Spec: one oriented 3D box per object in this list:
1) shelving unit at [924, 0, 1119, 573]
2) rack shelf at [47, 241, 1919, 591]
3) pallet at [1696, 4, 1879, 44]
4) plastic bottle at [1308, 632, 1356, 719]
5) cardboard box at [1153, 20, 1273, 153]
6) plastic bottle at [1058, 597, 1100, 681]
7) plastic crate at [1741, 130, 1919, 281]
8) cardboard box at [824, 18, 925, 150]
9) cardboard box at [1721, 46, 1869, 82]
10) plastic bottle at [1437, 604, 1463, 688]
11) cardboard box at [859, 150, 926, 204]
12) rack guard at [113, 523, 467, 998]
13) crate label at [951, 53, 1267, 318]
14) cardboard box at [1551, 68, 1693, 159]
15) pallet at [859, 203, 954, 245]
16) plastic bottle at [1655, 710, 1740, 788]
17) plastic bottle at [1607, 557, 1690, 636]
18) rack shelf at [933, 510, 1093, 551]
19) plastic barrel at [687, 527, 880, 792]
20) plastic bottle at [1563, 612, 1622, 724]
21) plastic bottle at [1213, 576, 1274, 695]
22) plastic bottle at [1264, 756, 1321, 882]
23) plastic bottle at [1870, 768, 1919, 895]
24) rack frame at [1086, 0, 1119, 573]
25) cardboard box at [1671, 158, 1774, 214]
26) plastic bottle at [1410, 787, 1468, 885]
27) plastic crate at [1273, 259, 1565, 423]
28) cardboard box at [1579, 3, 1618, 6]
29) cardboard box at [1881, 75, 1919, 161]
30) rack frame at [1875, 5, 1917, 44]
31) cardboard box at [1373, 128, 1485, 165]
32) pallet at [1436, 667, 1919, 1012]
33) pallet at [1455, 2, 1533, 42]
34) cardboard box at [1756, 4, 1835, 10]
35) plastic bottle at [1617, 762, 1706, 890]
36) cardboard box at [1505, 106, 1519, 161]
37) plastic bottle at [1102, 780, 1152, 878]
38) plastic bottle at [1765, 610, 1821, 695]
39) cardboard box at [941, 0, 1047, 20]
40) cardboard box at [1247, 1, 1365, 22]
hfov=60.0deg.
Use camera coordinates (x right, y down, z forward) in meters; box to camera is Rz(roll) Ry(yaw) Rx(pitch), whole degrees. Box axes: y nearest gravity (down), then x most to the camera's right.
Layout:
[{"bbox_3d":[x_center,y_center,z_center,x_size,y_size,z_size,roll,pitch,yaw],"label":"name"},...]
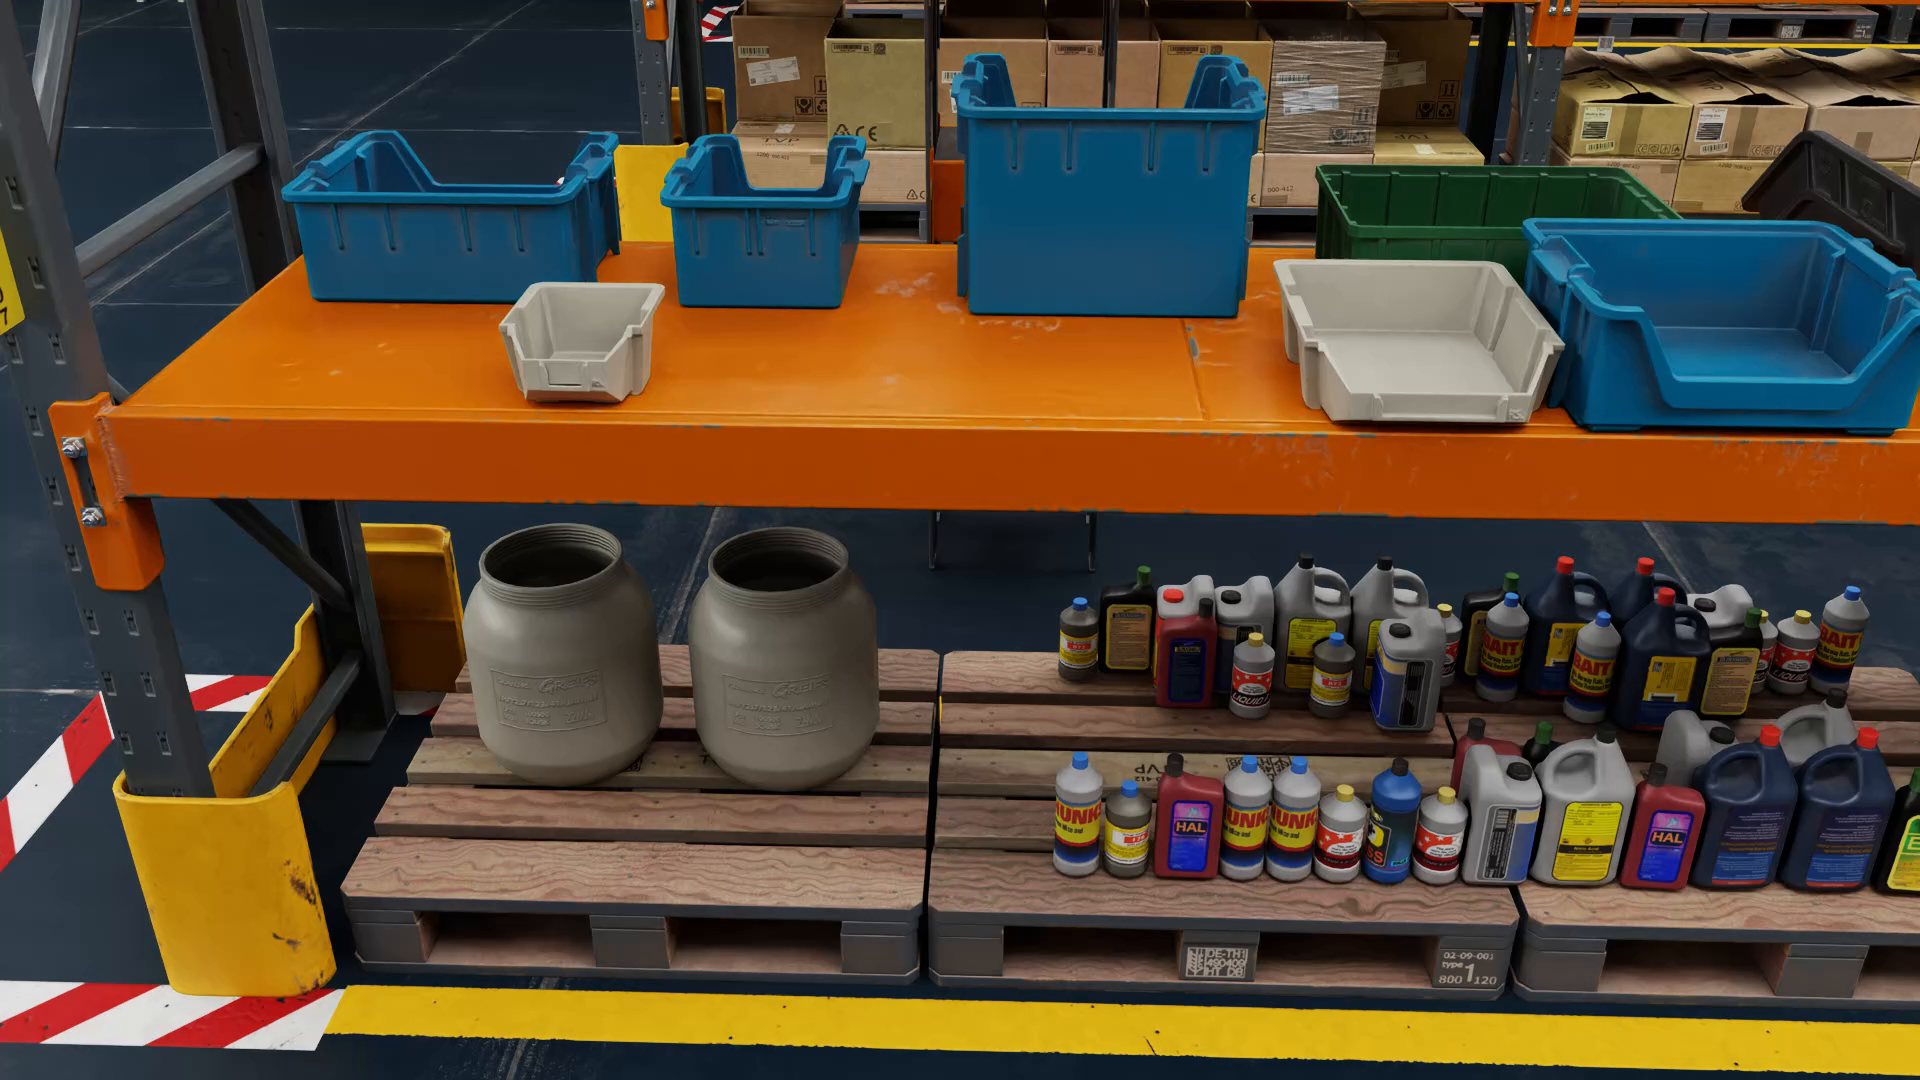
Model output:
[{"bbox_3d":[0.165,-0.925,4.753,0.503,2.100,0.431,1,28,2],"label":"shelving unit"},{"bbox_3d":[0.442,-0.278,3.340,4.000,0.370,1.077,1,28,2],"label":"rack shelf"},{"bbox_3d":[6.007,-3.916,12.411,1.213,0.211,1.003,1,28,2],"label":"pallet"},{"bbox_3d":[0.889,0.315,3.970,0.097,0.201,0.097,0,28,0],"label":"plastic bottle"},{"bbox_3d":[1.149,-2.109,7.713,0.500,0.500,0.500,1,28,2],"label":"cardboard box"},{"bbox_3d":[0.295,0.238,4.116,0.097,0.201,0.097,0,28,0],"label":"plastic bottle"},{"bbox_3d":[1.922,-0.604,3.253,0.504,0.338,0.767,1,28,2],"label":"plastic crate"},{"bbox_3d":[-0.350,-2.129,7.751,0.500,0.500,0.500,1,28,2],"label":"cardboard box"},{"bbox_3d":[4.053,-2.212,8.110,0.500,0.311,0.500,1,28,2],"label":"cardboard box"},{"bbox_3d":[1.178,0.253,4.089,0.097,0.201,0.097,0,28,0],"label":"plastic bottle"},{"bbox_3d":[-0.350,-1.799,7.928,0.500,0.250,0.500,1,28,2],"label":"cardboard box"},{"bbox_3d":[-1.479,0.454,3.859,0.348,0.500,1.175,1,28,2],"label":"rack guard"},{"bbox_3d":[0.293,-0.741,3.407,0.616,0.435,0.502,1,28,2],"label":"crate label"},{"bbox_3d":[3.024,-1.977,7.665,0.500,0.311,0.500,1,28,2],"label":"cardboard box"},{"bbox_3d":[-0.612,-1.723,8.274,1.213,0.211,1.003,1,28,2],"label":"pallet"},{"bbox_3d":[1.576,0.497,3.548,0.135,0.276,0.152,1,28,2],"label":"plastic bottle"},{"bbox_3d":[1.649,0.205,4.019,0.185,0.351,0.144,2,28,3],"label":"plastic bottle"},{"bbox_3d":[0.165,-0.294,5.087,0.480,0.518,0.431,1,28,2],"label":"rack shelf"},{"bbox_3d":[-0.395,0.268,3.750,0.421,0.512,0.421,0,28,0],"label":"plastic barrel"},{"bbox_3d":[1.500,0.295,3.935,0.097,0.271,0.097,0,28,0],"label":"plastic bottle"},{"bbox_3d":[0.684,0.224,4.063,0.135,0.276,0.152,0,28,0],"label":"plastic bottle"},{"bbox_3d":[0.687,0.565,3.425,0.097,0.271,0.097,0,28,0],"label":"plastic bottle"},{"bbox_3d":[1.949,0.589,3.366,0.133,0.283,0.061,2,28,4],"label":"plastic bottle"},{"bbox_3d":[0.409,-0.921,4.745,0.015,2.100,0.400,1,28,2],"label":"rack frame"},{"bbox_3d":[3.525,-1.721,7.780,0.500,0.250,0.500,2,28,3],"label":"cardboard box"},{"bbox_3d":[0.992,0.601,3.432,0.097,0.201,0.097,0,28,0],"label":"plastic bottle"},{"bbox_3d":[0.809,-0.355,2.998,0.437,0.136,0.530,1,28,2],"label":"plastic crate"},{"bbox_3d":[4.554,-4.273,12.308,0.500,0.500,0.700,1,28,2],"label":"cardboard box"},{"bbox_3d":[4.560,-1.952,7.618,0.500,0.311,0.500,2,28,3],"label":"cardboard box"},{"bbox_3d":[6.788,-5.134,11.733,0.127,3.000,1.000,1,28,2],"label":"rack frame"},{"bbox_3d":[2.149,-1.758,7.850,0.500,0.250,0.500,1,28,2],"label":"cardboard box"},{"bbox_3d":[1.771,0.638,3.820,1.213,0.211,1.003,1,28,2],"label":"pallet"},{"bbox_3d":[3.569,-3.956,12.487,1.213,0.211,1.003,1,28,2],"label":"pallet"},{"bbox_3d":[6.067,-4.212,12.191,0.500,0.500,0.700,1,28,3],"label":"cardboard box"},{"bbox_3d":[1.431,0.581,3.383,0.133,0.283,0.061,3,28,5],"label":"plastic bottle"},{"bbox_3d":[3.044,-1.981,8.272,0.500,0.250,0.500,1,28,1],"label":"cardboard box"},{"bbox_3d":[0.348,0.590,3.452,0.097,0.201,0.097,0,28,0],"label":"plastic bottle"},{"bbox_3d":[2.037,0.267,4.062,0.097,0.201,0.097,0,28,0],"label":"plastic bottle"},{"bbox_3d":[0.169,-2.370,8.206,0.500,0.500,0.500,1,28,2],"label":"cardboard box"},{"bbox_3d":[1.667,-2.342,8.153,0.500,0.500,0.500,1,28,2],"label":"cardboard box"}]
